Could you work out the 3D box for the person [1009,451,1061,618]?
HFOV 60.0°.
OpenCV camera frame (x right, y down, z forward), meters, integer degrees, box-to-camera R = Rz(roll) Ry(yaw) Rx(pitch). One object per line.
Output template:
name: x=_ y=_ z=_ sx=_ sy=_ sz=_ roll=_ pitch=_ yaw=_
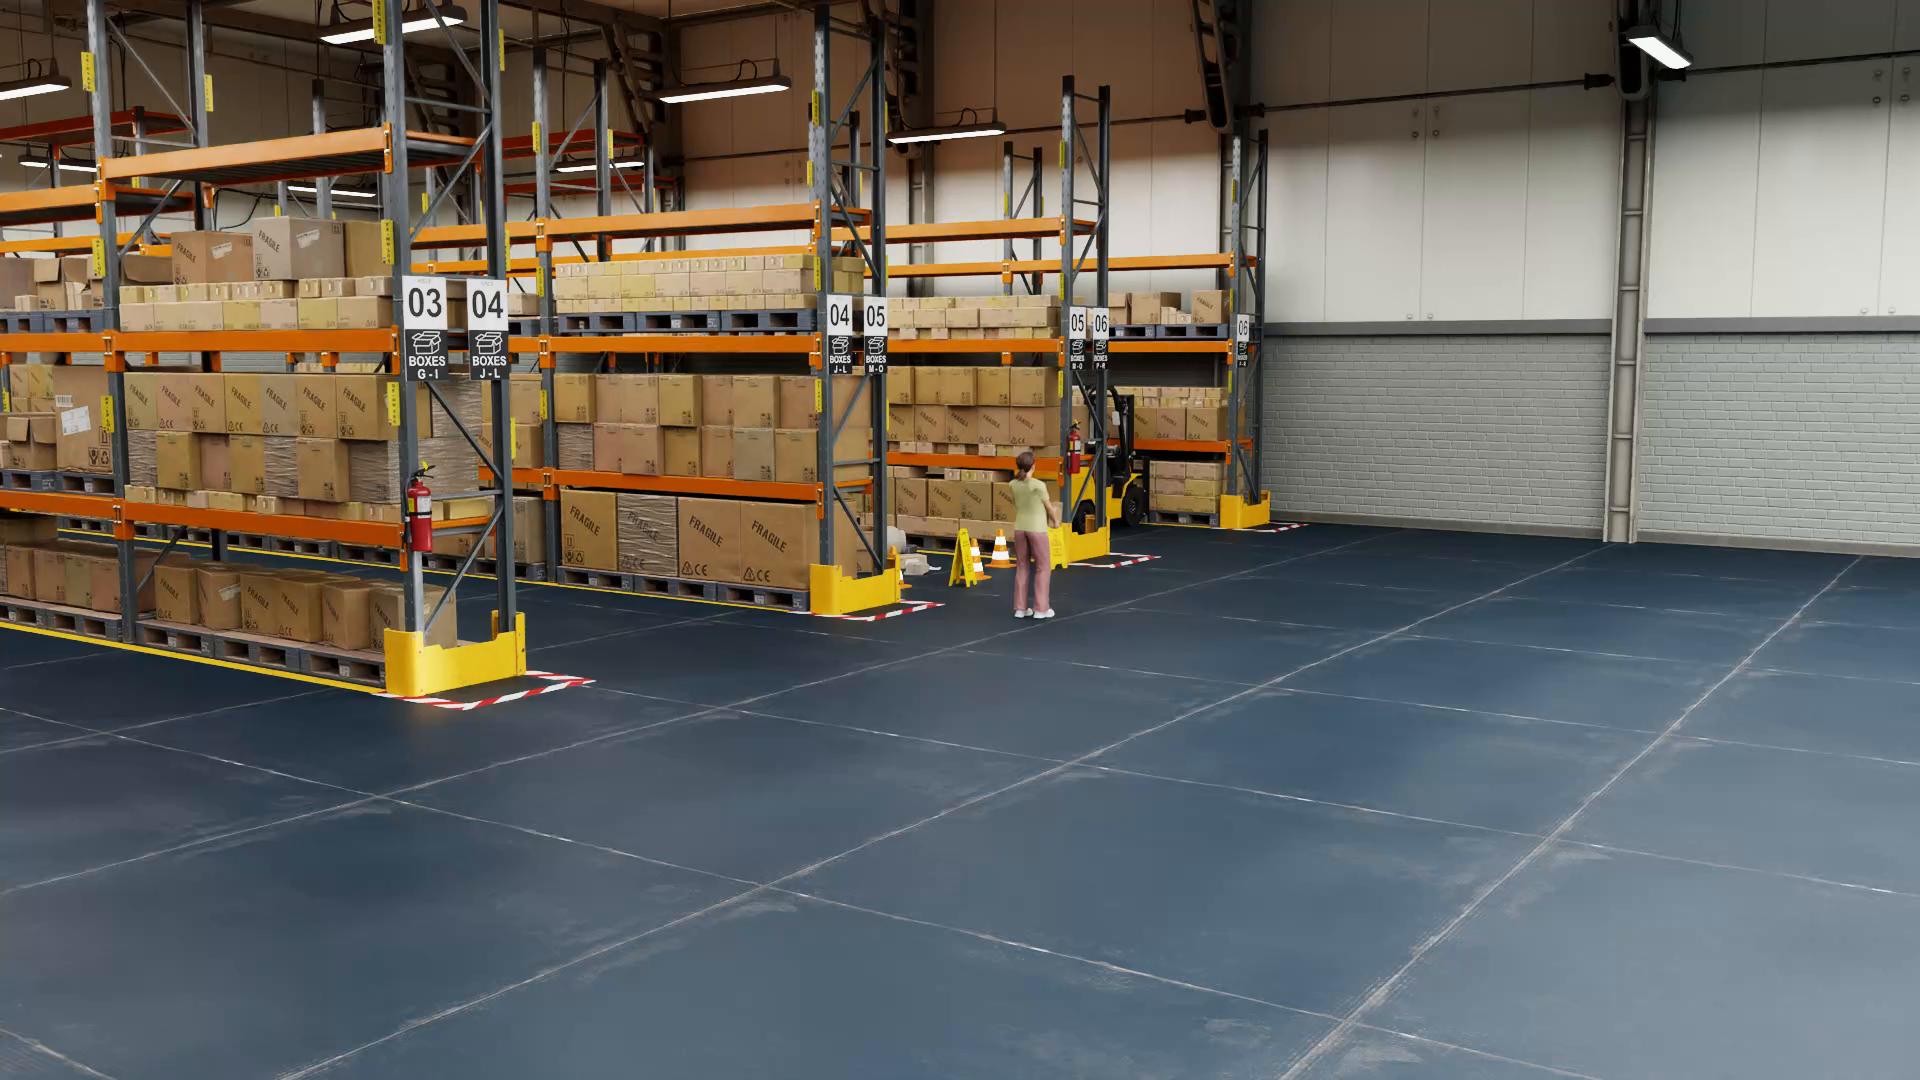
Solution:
person: x=0.733 y=-0.059 z=16.541 sx=0.428 sy=1.663 sz=0.558 roll=4 pitch=8 yaw=34
